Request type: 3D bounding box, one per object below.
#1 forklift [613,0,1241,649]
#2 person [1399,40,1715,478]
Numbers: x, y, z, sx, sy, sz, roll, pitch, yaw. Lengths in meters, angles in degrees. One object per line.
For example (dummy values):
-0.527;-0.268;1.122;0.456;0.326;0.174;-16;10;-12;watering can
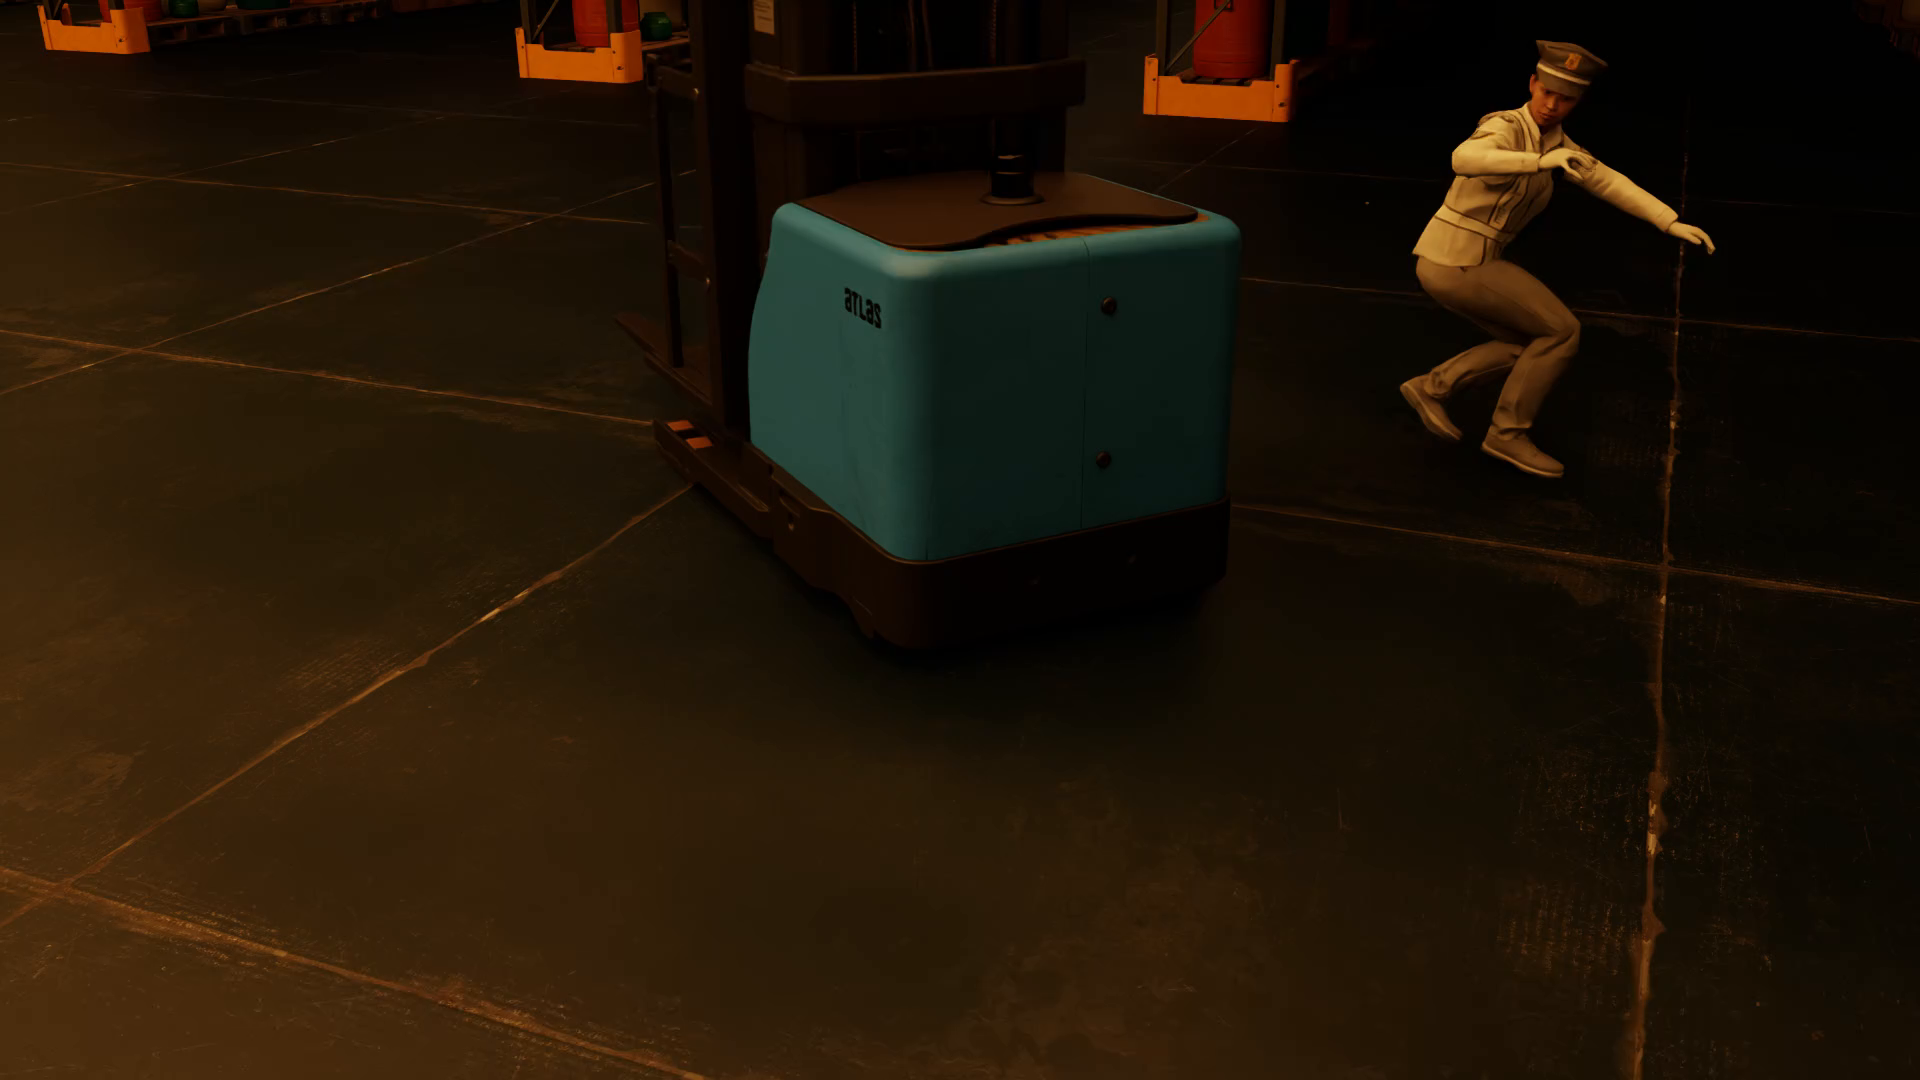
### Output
-0.388;-1.602;5.126;1.130;2.935;3.031;-12;25;-26;forklift
1.957;-0.902;5.455;0.945;1.400;0.708;9;24;21;person
